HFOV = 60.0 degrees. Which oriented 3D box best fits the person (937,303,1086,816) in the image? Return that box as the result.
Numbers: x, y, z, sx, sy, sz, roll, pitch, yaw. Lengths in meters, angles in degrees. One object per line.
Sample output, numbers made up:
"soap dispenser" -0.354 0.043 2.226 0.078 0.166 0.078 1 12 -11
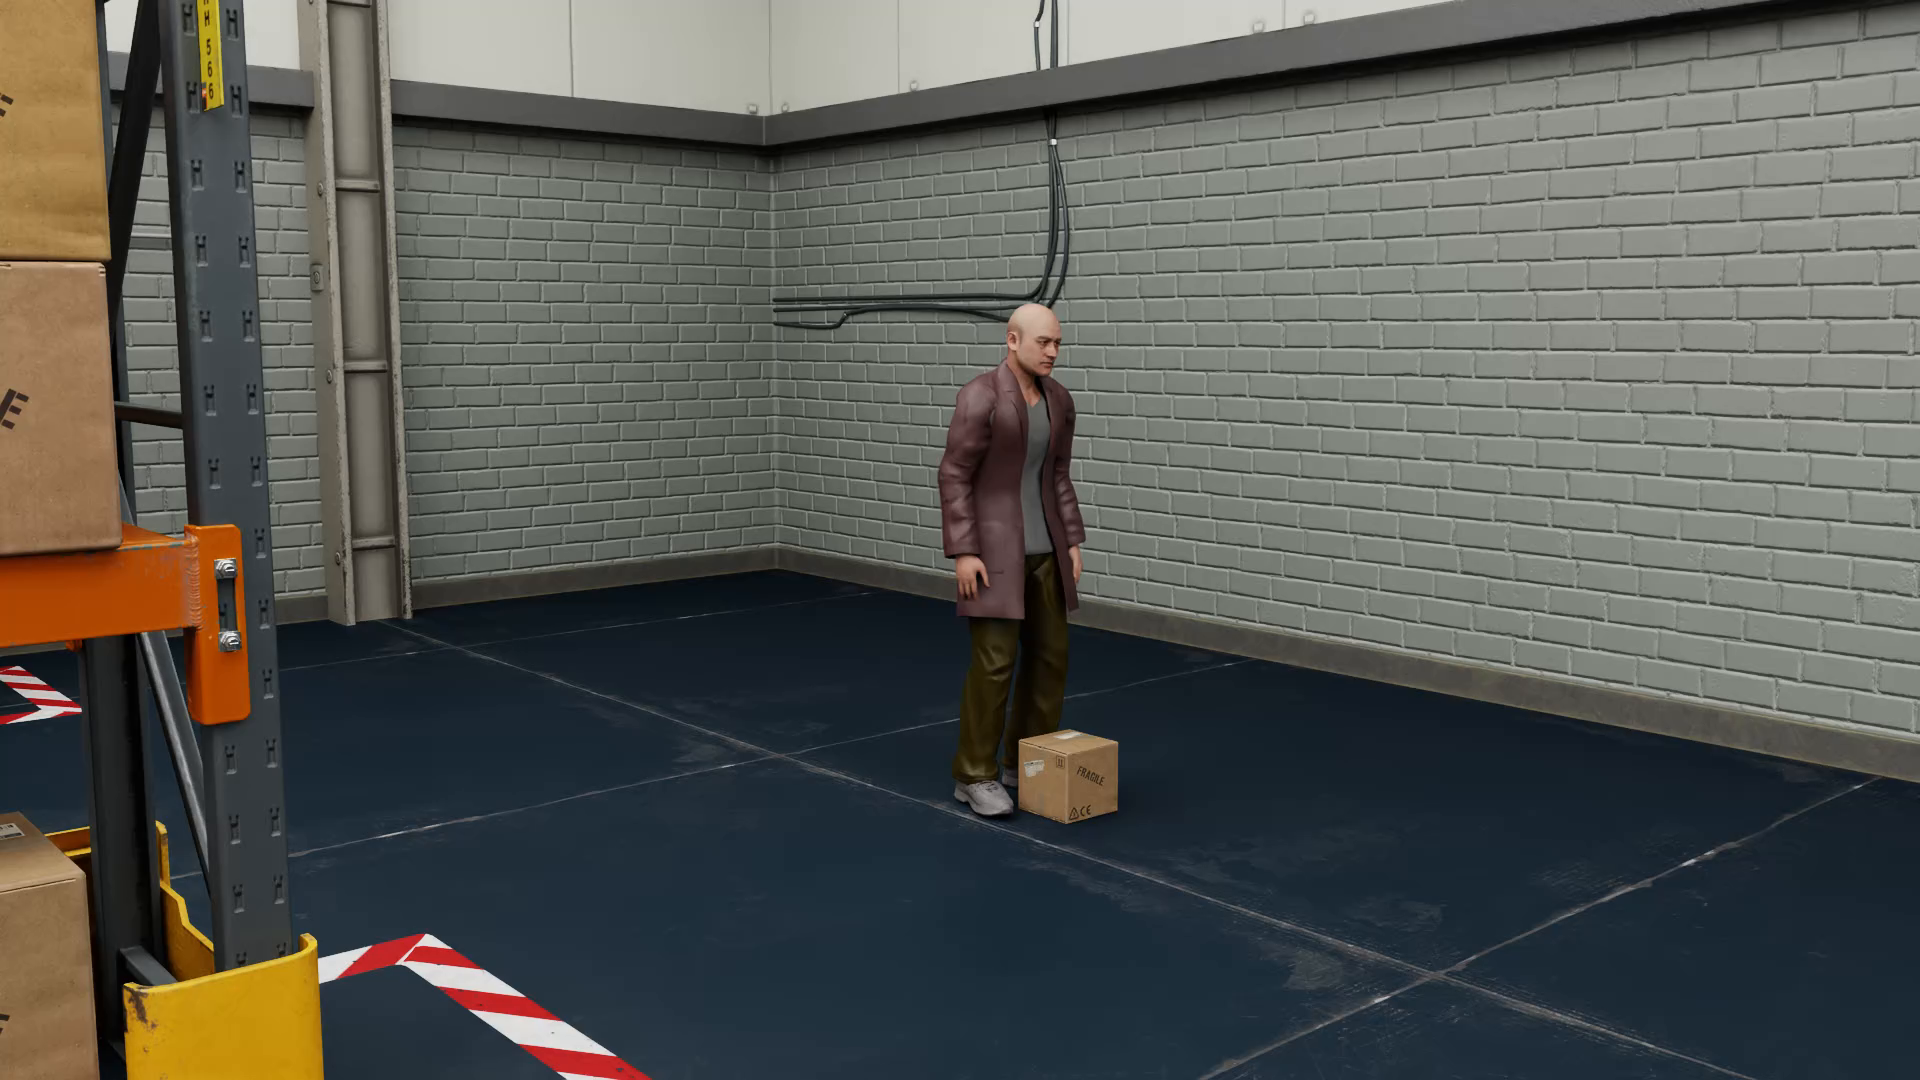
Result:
"person" 0.206 0.051 5.932 0.641 1.773 0.427 -6 10 -41
